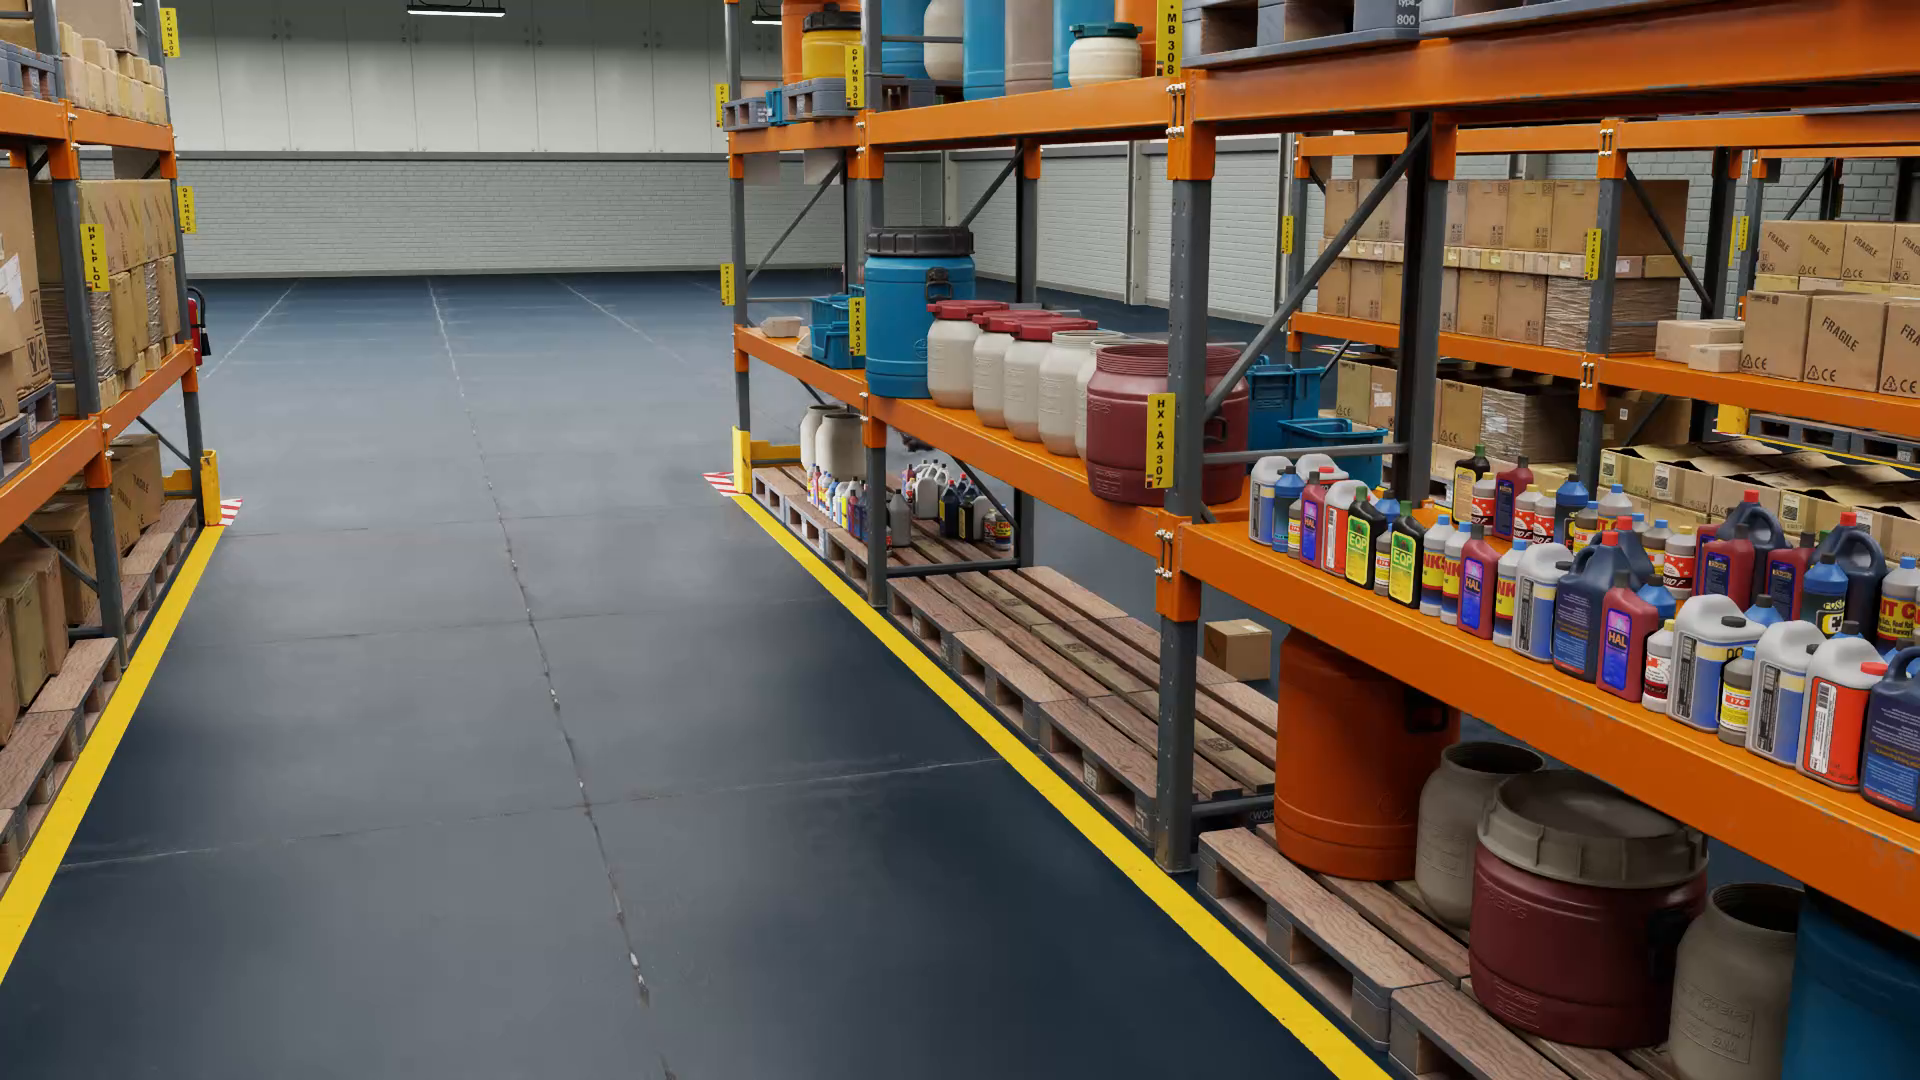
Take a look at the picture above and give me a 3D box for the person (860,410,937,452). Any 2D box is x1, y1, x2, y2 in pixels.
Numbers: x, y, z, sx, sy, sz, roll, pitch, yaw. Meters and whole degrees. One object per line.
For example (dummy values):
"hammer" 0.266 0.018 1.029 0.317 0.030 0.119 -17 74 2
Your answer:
"person" -0.648 -1.574 14.734 0.919 1.667 0.564 1 12 4
